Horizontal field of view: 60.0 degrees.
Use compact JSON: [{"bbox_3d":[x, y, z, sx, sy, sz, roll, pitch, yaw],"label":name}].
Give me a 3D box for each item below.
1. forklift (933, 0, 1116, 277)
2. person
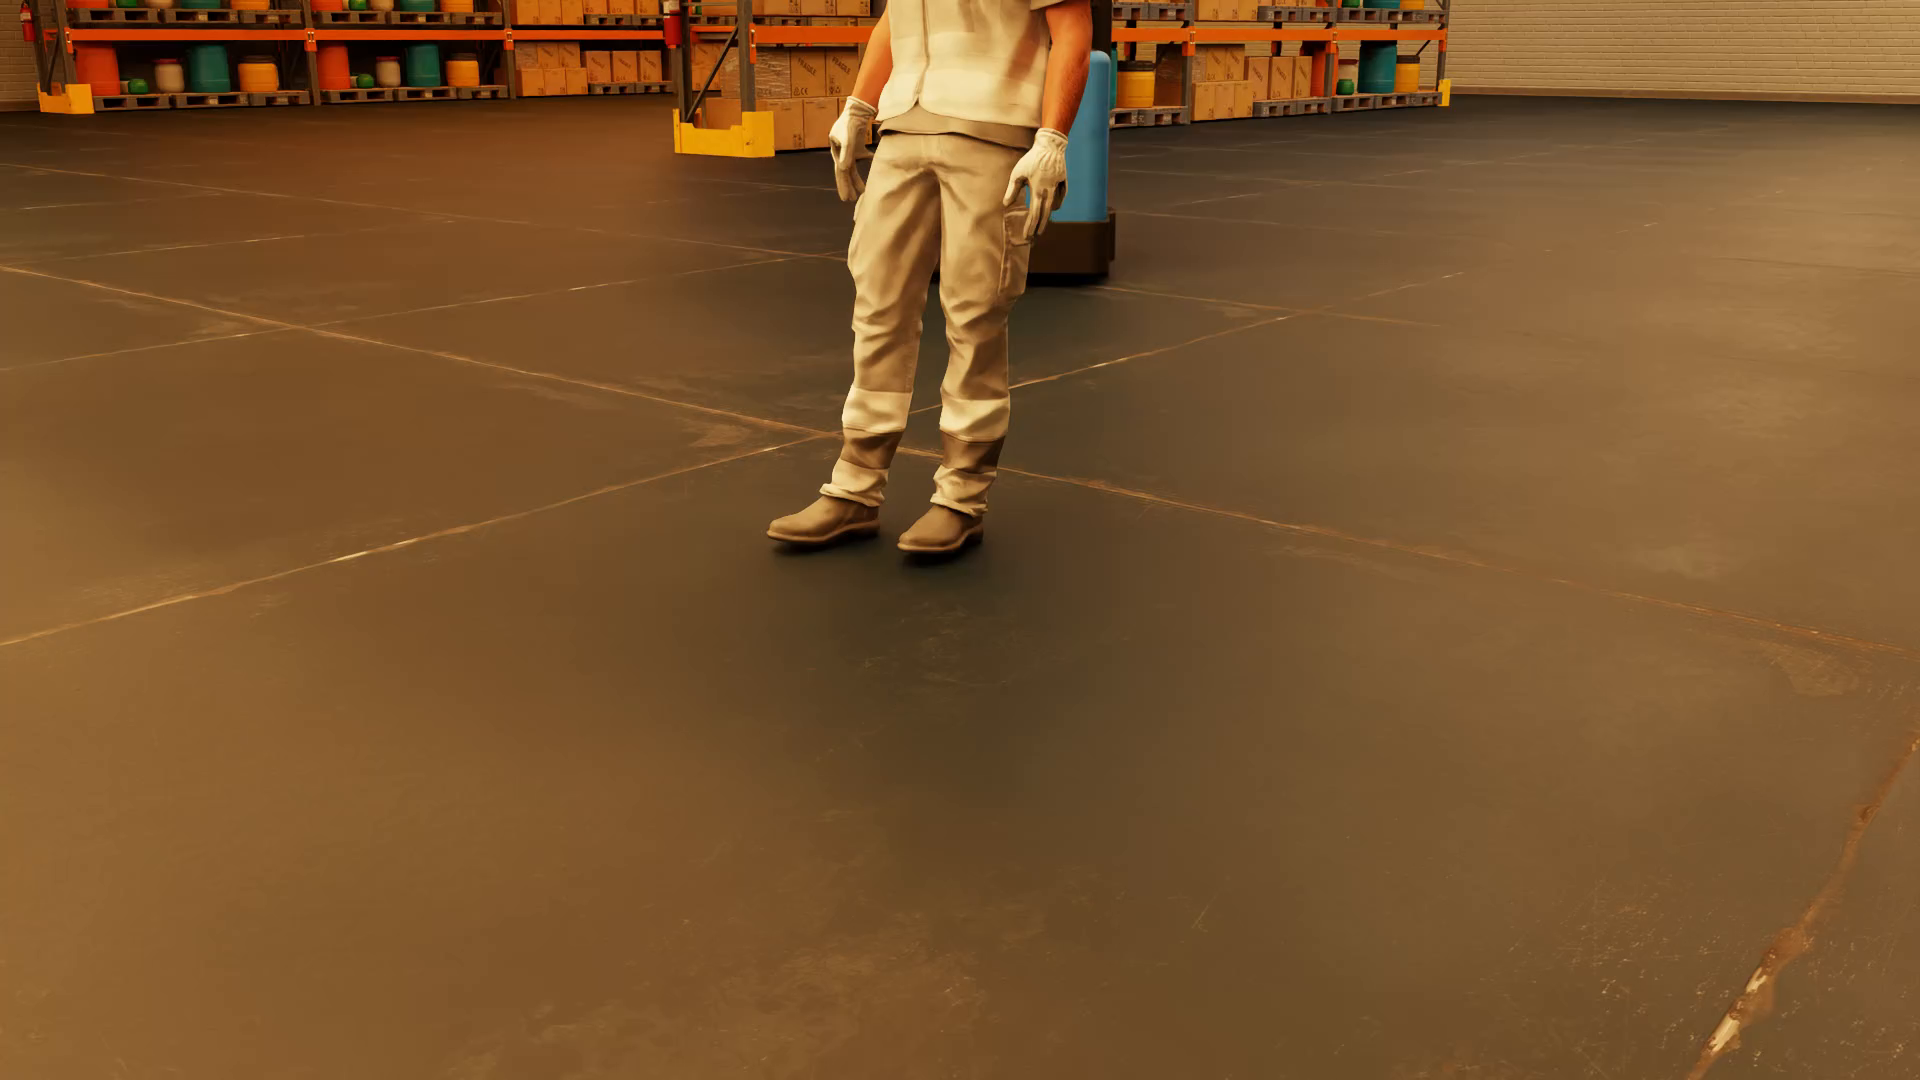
[{"bbox_3d":[0.267,-3.030,8.876,1.130,2.935,3.031,1,17,3],"label":"forklift"},{"bbox_3d":[-0.060,-0.848,3.628,0.637,1.787,0.564,13,21,37],"label":"person"}]
